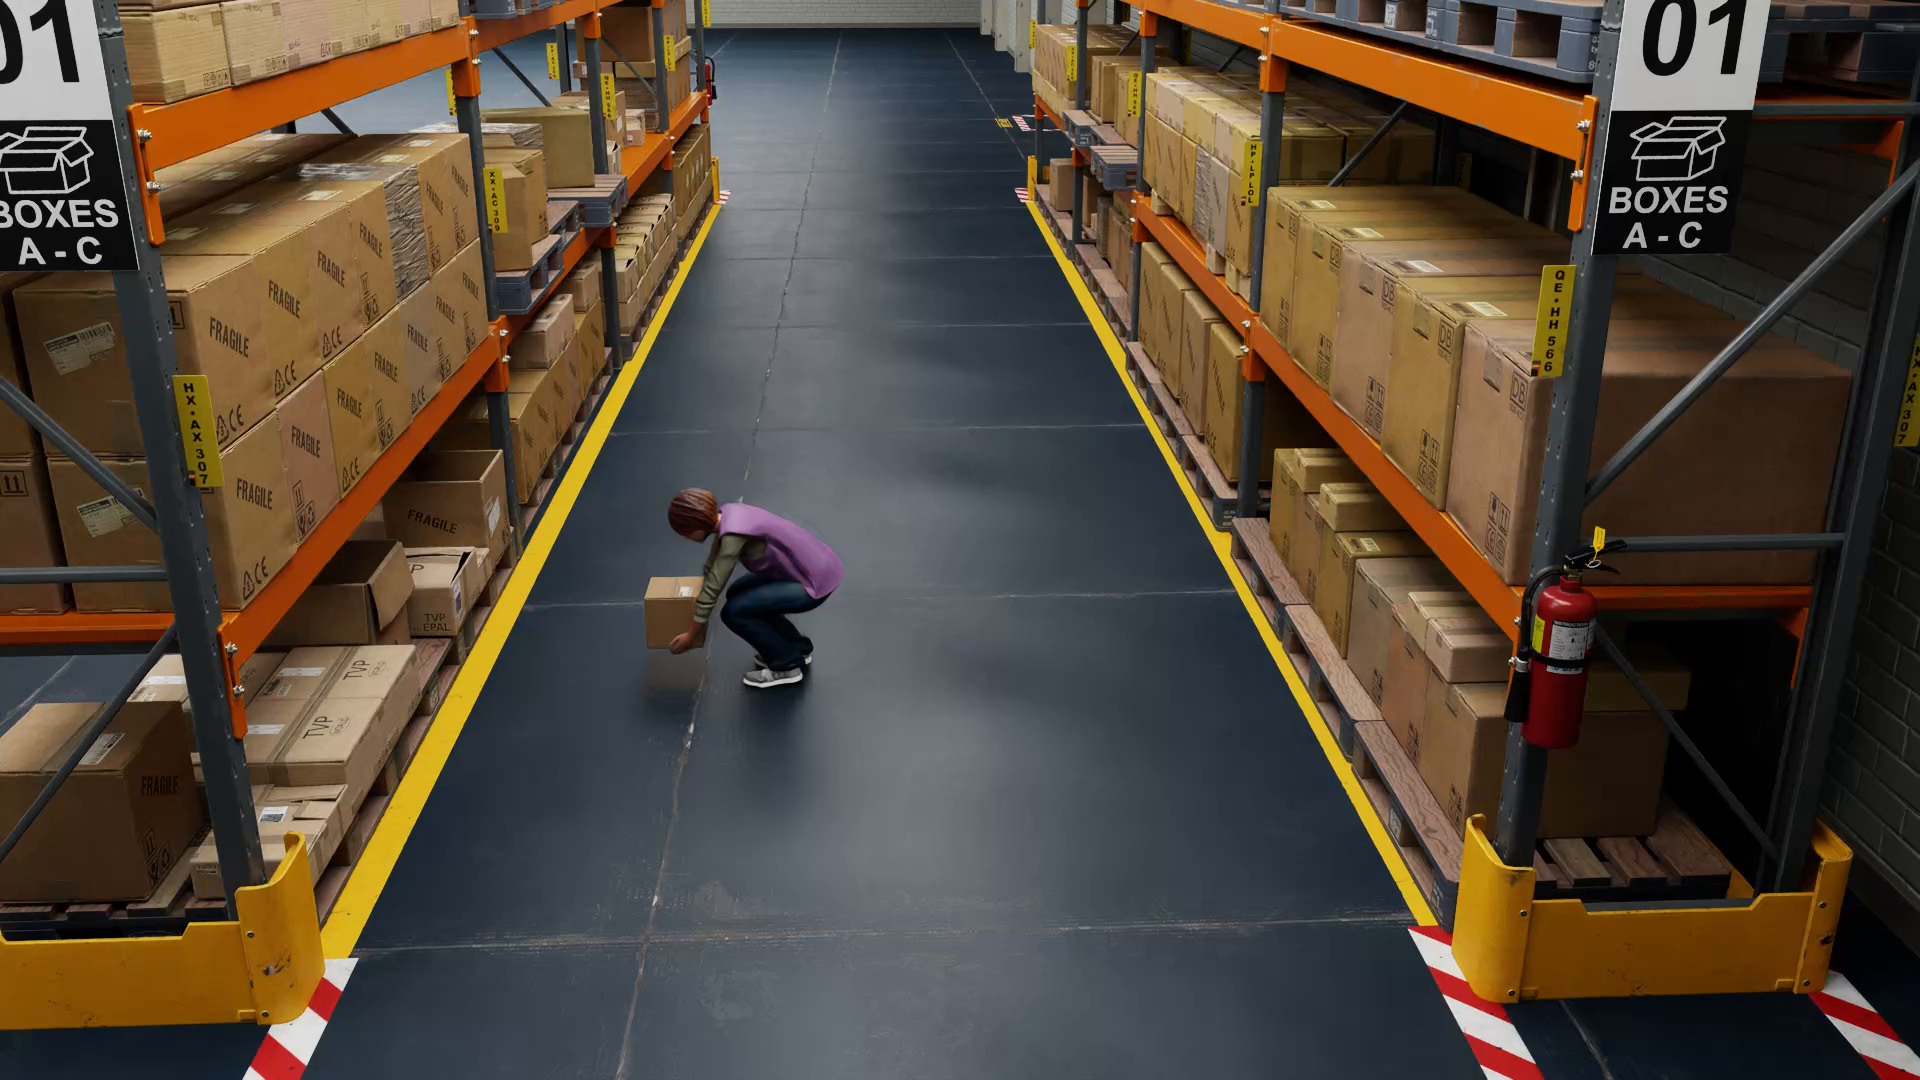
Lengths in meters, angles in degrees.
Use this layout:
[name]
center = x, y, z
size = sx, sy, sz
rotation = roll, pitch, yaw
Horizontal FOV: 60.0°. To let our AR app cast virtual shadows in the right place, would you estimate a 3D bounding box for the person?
[person]
center = -0.921, 0.199, 7.514
size = 0.797, 0.931, 0.449
rotation = -1, 21, -3
